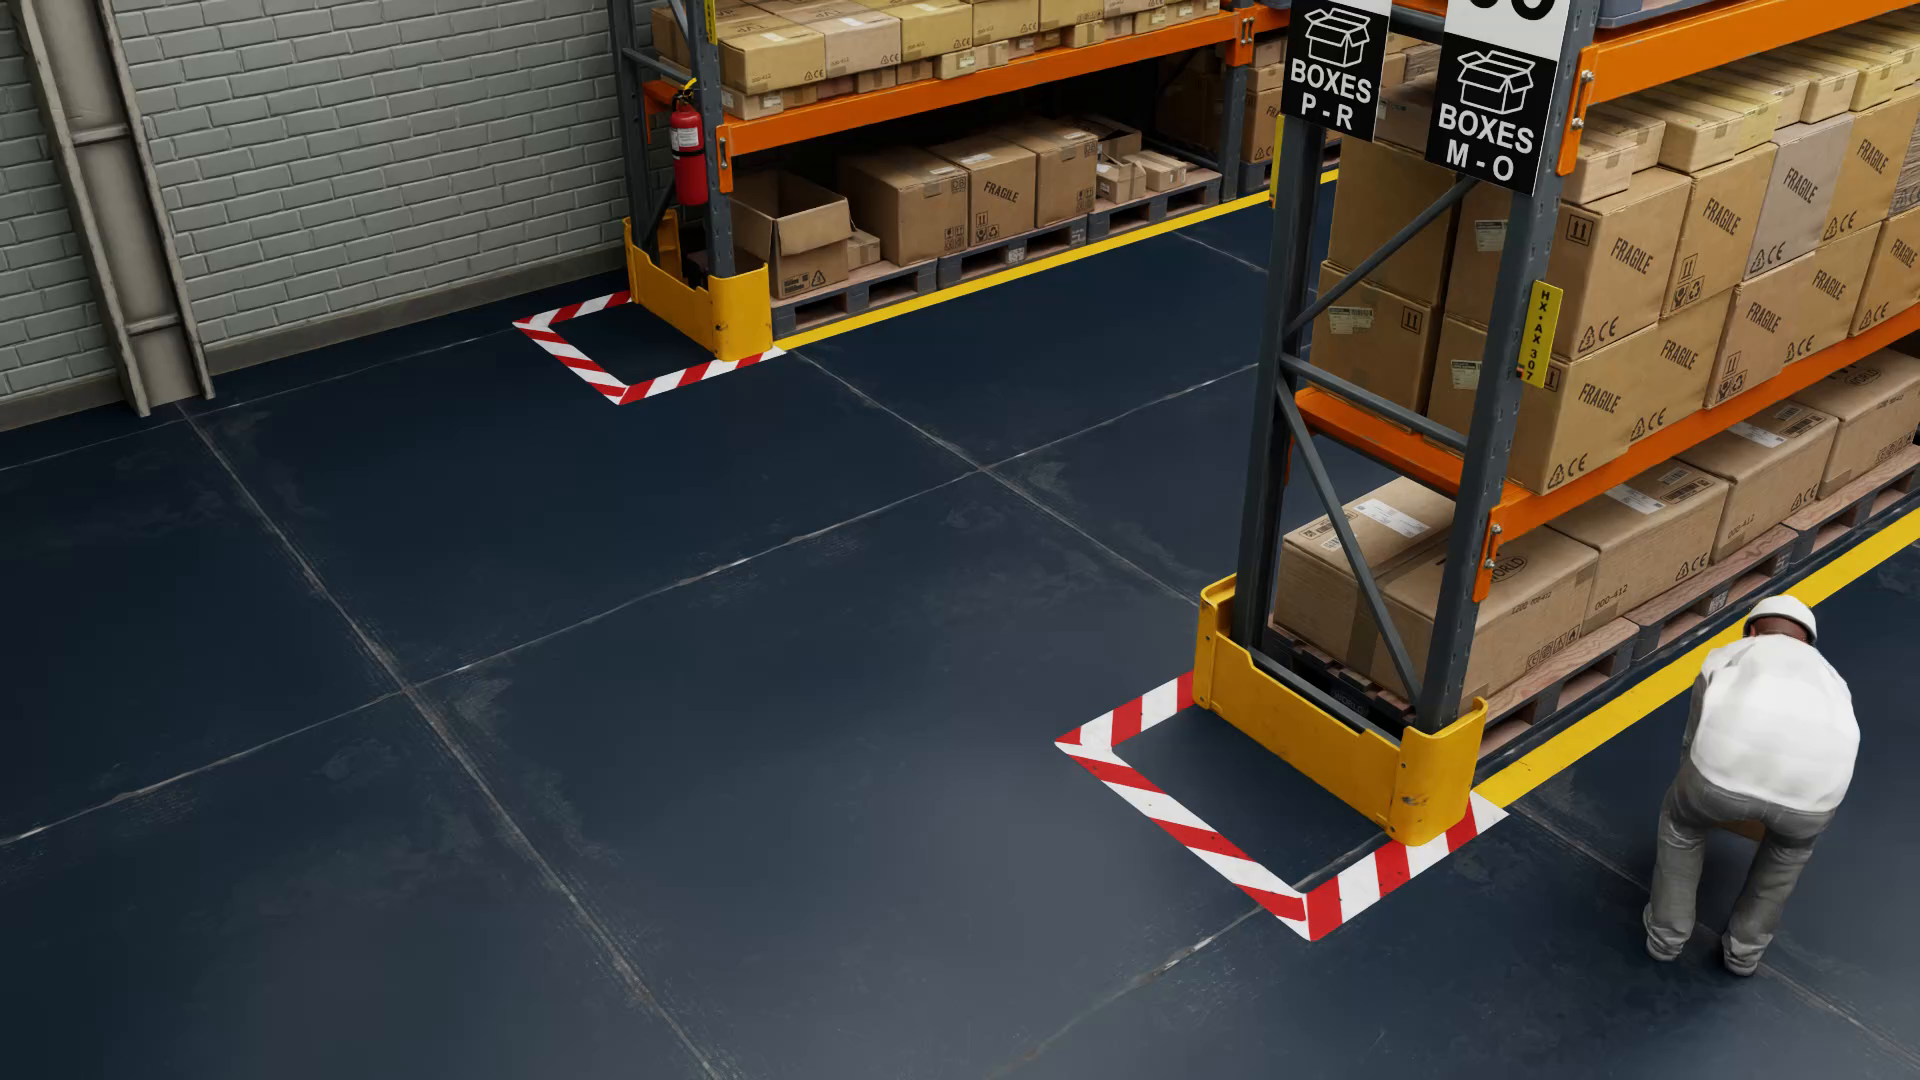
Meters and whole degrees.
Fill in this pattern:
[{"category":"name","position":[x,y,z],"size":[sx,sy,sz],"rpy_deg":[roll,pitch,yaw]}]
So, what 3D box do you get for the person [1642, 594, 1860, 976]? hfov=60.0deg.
[{"category":"person","position":[2.586,0.790,5.480],"size":[0.467,1.100,1.013],"rpy_deg":[13,34,20]}]
